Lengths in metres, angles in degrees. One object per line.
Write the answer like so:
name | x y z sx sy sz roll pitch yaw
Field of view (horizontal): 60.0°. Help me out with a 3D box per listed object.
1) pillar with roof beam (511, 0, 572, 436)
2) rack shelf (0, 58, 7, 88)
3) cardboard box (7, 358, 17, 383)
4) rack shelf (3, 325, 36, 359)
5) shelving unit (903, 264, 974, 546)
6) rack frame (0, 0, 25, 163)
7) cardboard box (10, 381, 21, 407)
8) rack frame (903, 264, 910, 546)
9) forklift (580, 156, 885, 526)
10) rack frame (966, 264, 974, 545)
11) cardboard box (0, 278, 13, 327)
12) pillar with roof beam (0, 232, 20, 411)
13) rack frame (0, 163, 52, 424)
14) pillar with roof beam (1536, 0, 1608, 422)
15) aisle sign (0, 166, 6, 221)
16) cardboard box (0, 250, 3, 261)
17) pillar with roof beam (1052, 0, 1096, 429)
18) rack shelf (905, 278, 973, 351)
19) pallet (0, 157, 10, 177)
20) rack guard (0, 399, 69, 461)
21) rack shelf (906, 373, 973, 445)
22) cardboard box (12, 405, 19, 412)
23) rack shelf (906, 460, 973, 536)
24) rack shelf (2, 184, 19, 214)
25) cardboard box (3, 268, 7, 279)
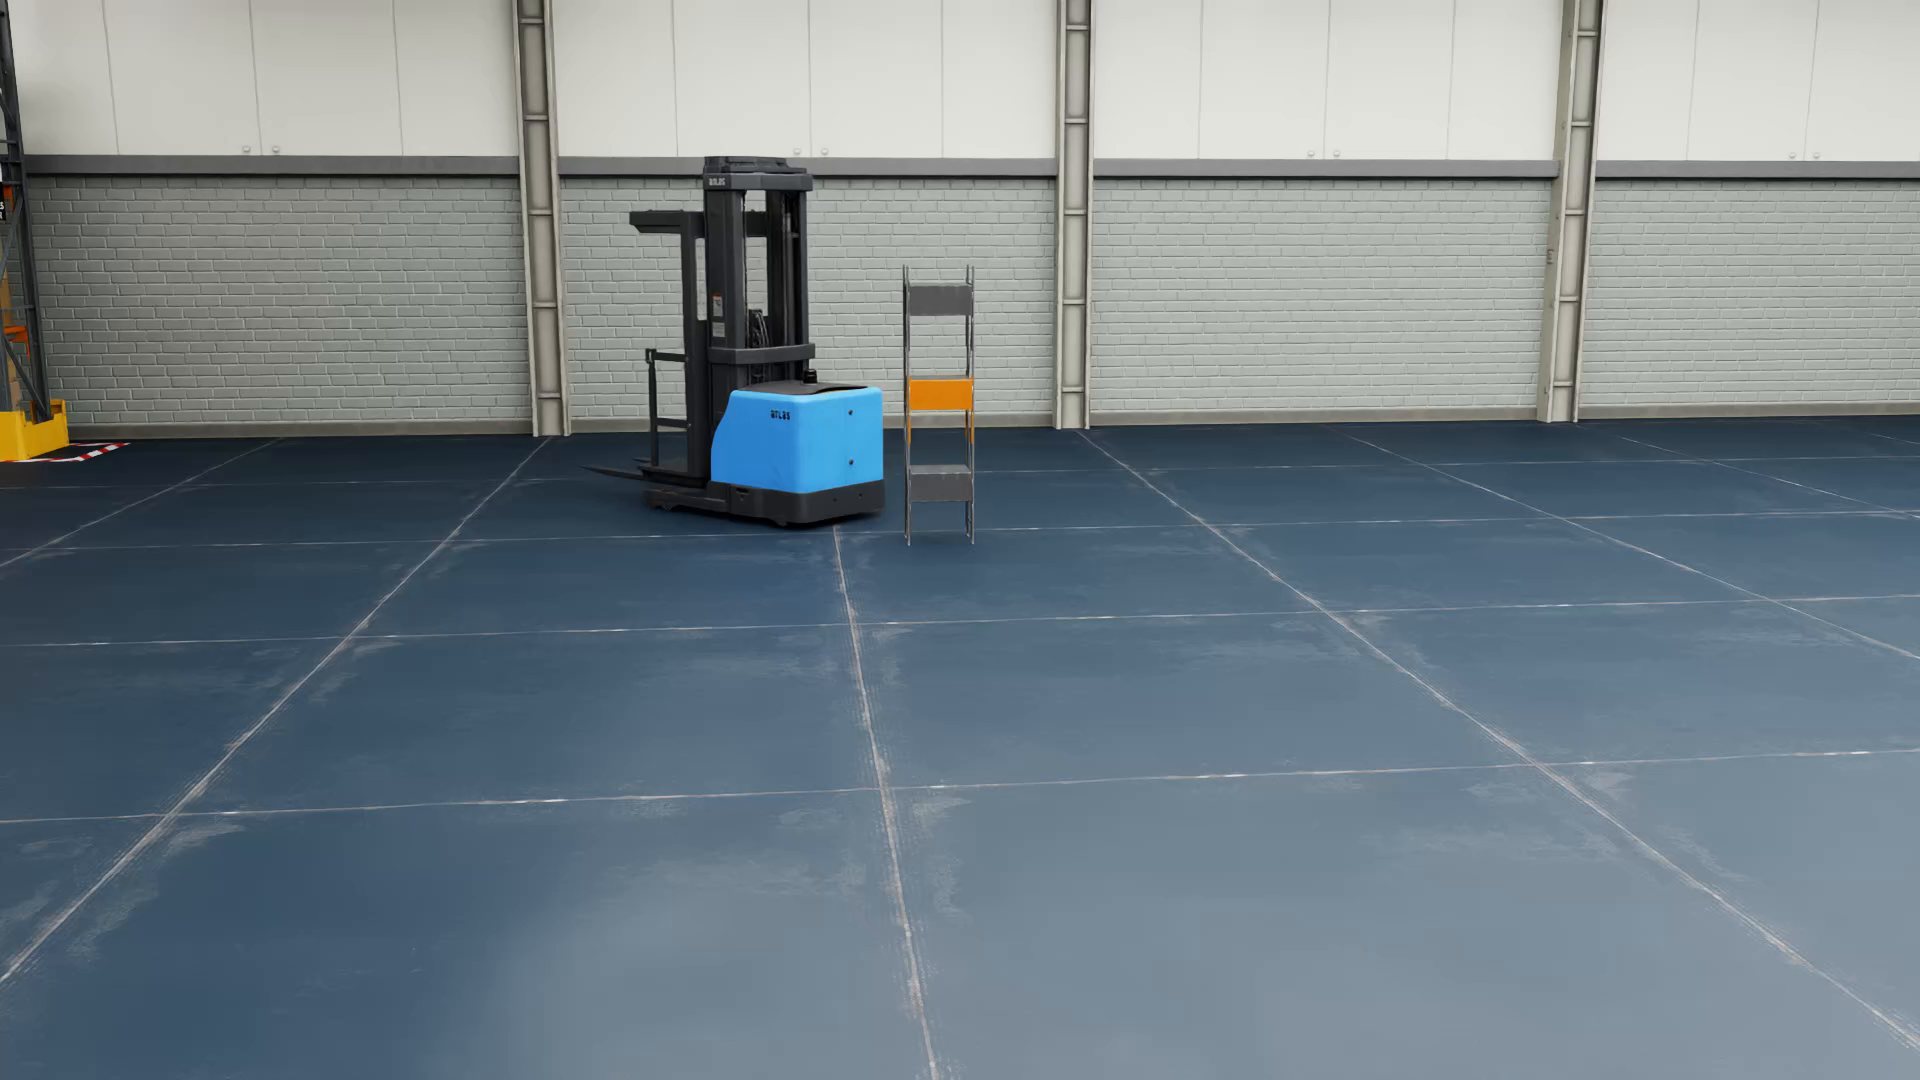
pillar with roof beam | -4.192 -4.796 13.935 0.400 9.000 9.100 -1 11 -6
rack shelf | -11.821 -4.747 16.589 4.000 0.370 1.077 -1 11 -6
cardboard box | -10.331 -1.768 17.534 0.500 0.250 0.500 -1 11 -7
rack shelf | -11.821 -2.000 17.129 4.000 0.370 1.077 -1 11 -6
shelving unit | -0.165 -1.027 12.648 0.503 2.100 0.431 -1 11 -6
rack frame | -9.833 -5.338 16.693 0.127 3.000 1.000 -1 11 -6
cardboard box | -10.322 -1.527 17.601 0.500 0.250 0.500 -1 11 -5
rack frame | -0.407 -1.022 12.622 0.015 2.100 0.400 -1 11 -6
forklift | -2.083 -1.756 14.201 3.031 2.935 1.130 9 14 39
rack frame | 0.078 -1.032 12.674 0.015 2.100 0.400 -1 11 -6
cardboard box | -10.355 -2.486 17.481 0.500 0.500 0.500 -1 11 -4
pillar with roof beam | -10.157 -4.671 13.299 0.400 9.000 9.100 -1 11 -6
rack frame | -9.833 -2.394 17.272 0.127 3.000 1.000 -1 11 -6
pillar with roof beam | 7.737 -5.046 15.207 0.400 9.000 9.100 -1 11 -6
aisle sign | -9.736 -3.615 16.742 0.004 0.787 0.394 -1 11 -6
cardboard box | -10.190 -2.942 17.344 0.250 0.149 0.380 -1 11 -7
pillar with roof beam | 1.773 -4.921 14.571 0.400 9.000 9.100 -1 11 -6
rack shelf | -0.165 -1.700 12.516 0.480 0.518 0.431 -1 11 -6
pallet | -10.538 -3.813 16.941 1.213 0.211 1.003 -1 11 -6
rack guard | -9.809 -1.168 17.516 0.348 0.500 1.175 -1 11 -6
rack shelf | -0.165 -1.013 12.651 0.480 0.518 0.431 -1 11 -6
cardboard box | -10.342 -1.279 17.635 0.500 0.250 0.500 -1 11 -6
rack shelf | -0.165 -0.327 12.786 0.480 0.518 0.431 -1 11 -6
rack shelf | -11.821 -3.472 16.840 4.000 0.370 1.077 -1 11 -6
cardboard box | -10.198 -2.805 17.417 0.250 0.149 0.380 -1 11 -8
